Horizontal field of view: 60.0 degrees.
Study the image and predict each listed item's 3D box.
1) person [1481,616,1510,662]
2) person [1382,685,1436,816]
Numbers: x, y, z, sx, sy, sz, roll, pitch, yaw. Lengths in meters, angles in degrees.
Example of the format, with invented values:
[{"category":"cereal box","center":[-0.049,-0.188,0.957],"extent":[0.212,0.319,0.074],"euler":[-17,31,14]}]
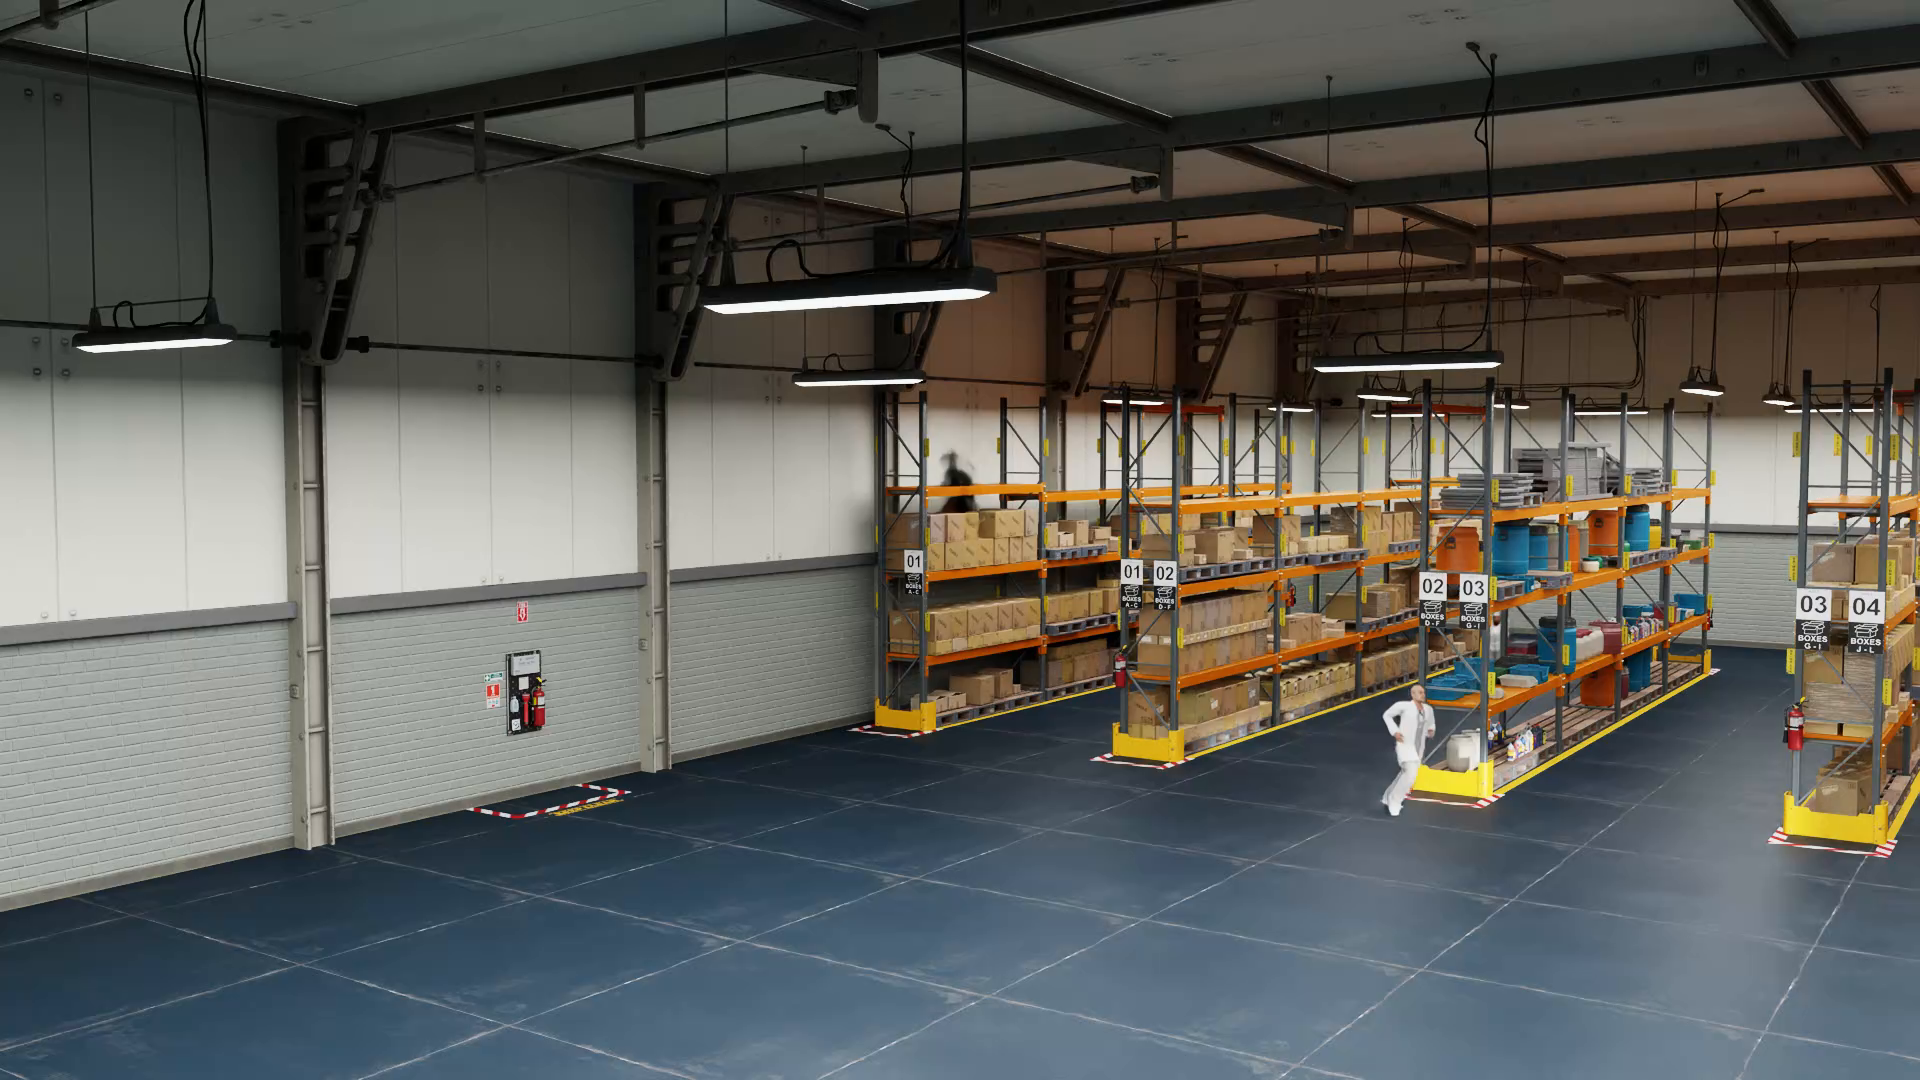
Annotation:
[{"category":"person","center":[11.045,2.304,34.317],"extent":[0.575,1.615,0.560],"euler":[1,3,21]},{"category":"person","center":[6.193,2.875,22.786],"extent":[0.723,1.788,0.727],"euler":[-1,3,-24]}]
